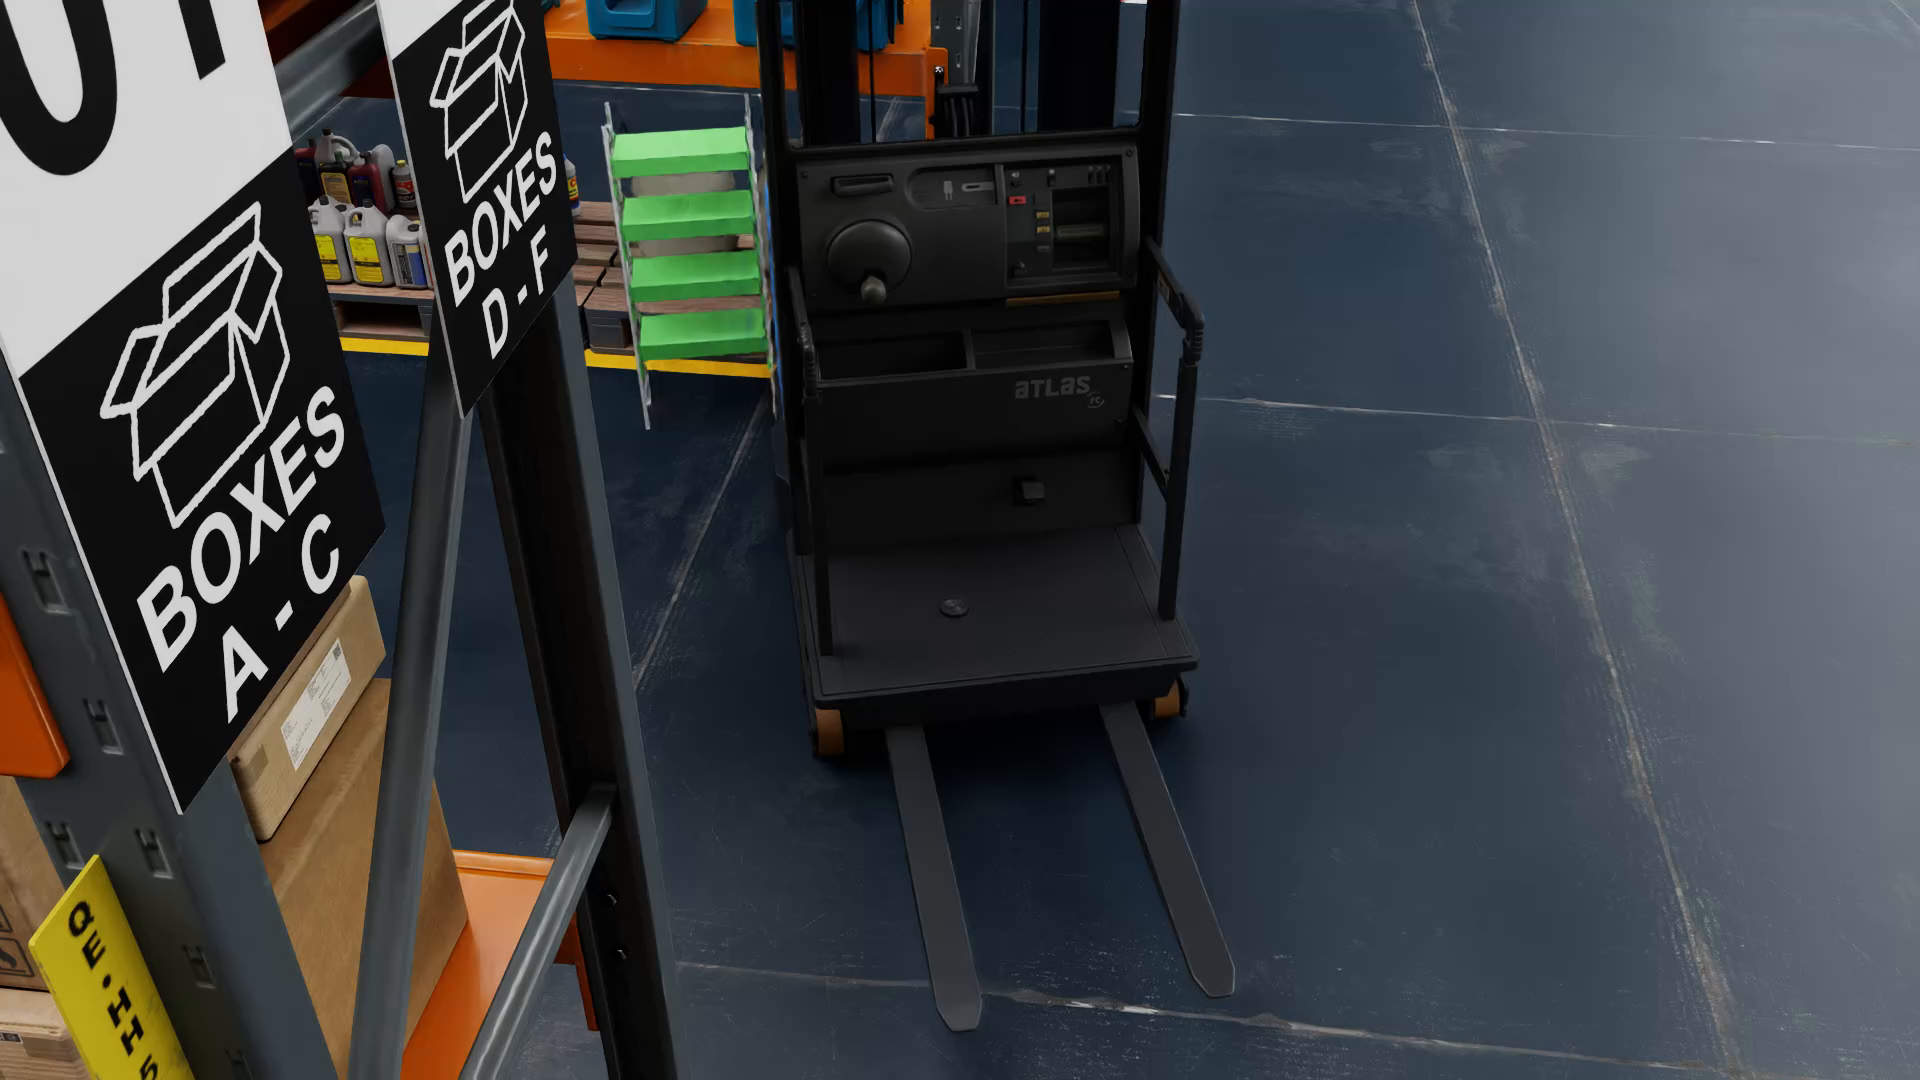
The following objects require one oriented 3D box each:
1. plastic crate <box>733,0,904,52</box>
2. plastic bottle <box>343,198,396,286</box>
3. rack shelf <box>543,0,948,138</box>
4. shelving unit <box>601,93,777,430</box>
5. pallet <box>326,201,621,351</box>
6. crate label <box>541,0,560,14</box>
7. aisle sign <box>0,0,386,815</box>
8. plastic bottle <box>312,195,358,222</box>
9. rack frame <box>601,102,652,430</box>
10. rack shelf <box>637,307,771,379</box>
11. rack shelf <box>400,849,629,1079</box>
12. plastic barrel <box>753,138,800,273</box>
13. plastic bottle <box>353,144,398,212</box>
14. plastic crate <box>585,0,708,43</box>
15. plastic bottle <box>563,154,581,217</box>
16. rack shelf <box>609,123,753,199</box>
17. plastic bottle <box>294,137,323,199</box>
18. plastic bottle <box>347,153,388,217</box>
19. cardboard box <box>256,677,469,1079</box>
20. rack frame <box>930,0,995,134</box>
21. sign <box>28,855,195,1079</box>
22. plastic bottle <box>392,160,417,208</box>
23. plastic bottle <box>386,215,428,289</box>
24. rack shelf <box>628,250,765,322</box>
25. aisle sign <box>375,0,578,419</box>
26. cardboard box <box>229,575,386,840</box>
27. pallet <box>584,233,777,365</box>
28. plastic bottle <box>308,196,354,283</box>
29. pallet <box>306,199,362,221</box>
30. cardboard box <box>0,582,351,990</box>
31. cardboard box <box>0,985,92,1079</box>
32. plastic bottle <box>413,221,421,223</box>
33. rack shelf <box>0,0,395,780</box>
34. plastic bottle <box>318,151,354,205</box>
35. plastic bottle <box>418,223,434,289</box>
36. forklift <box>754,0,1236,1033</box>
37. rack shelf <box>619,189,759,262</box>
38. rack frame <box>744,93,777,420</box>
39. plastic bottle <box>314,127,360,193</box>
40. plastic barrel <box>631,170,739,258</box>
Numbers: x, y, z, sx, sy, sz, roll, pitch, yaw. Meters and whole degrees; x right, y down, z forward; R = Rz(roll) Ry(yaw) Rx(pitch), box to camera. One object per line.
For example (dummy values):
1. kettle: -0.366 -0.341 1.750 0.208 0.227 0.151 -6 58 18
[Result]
1. plastic crate: -0.515 -1.992 6.087 0.616 0.251 0.499 4 36 6
2. plastic bottle: -2.407 -1.227 6.788 0.185 0.351 0.144 6 36 8
3. rack shelf: -1.964 -2.043 6.650 4.000 0.370 1.077 4 36 6
4. shelving unit: -0.972 -0.999 6.107 0.503 1.200 0.258 -5 35 -5
5. pallet: -2.073 -1.186 7.231 1.213 0.211 1.003 4 36 6
6. crate label: -1.840 -2.183 6.196 0.616 0.435 0.502 4 36 6
7. aisle sign: -0.587 -0.218 1.236 0.004 0.787 0.394 4 36 6
8. plastic bottle: -2.597 -1.297 6.952 0.135 0.276 0.152 4 36 6
9. rack frame: -1.214 -0.978 6.084 0.015 1.200 0.240 -5 35 -5
10. rack shelf: -0.966 -0.750 6.281 0.480 0.148 0.258 -5 35 -5
11. rack shelf: -2.599 0.811 2.651 4.000 0.370 1.077 4 36 6
12. plastic barrel: -0.643 -1.351 6.841 0.421 0.512 0.421 0 36 0
13. plastic bottle: -2.601 -1.620 7.404 0.135 0.276 0.152 5 36 7
14. plastic crate: -1.158 -2.043 6.159 0.408 0.251 0.499 4 36 6
15. plastic bottle: -1.739 -1.570 7.338 0.097 0.271 0.097 0 36 0
16. rack shelf: -0.979 -1.340 5.868 0.480 0.148 0.258 -5 35 -5
17. plastic bottle: -2.915 -1.674 7.472 0.133 0.283 0.061 7 36 9
18. plastic bottle: -2.614 -1.562 7.316 0.133 0.283 0.061 4 36 6
19. cardboard box: -1.076 0.583 2.265 0.500 0.500 0.700 4 36 6
20. rack frame: 0.020 -2.188 6.234 0.127 3.000 1.000 4 36 6
21. sign: -0.698 0.410 1.393 0.005 0.325 0.100 4 36 6
22. plastic bottle: -2.480 -1.597 7.436 0.097 0.201 0.097 0 36 0
23. plastic bottle: -2.242 -1.186 6.796 0.135 0.276 0.152 3 36 5
24. rack shelf: -0.970 -0.947 6.144 0.480 0.148 0.258 -5 35 -5
25. aisle sign: -0.511 -0.564 1.720 0.004 0.787 0.394 4 36 6
26. cardboard box: -0.977 0.208 2.232 0.250 0.149 0.380 4 36 6
27. pallet: -0.867 -1.095 7.102 1.213 0.211 1.003 4 36 6
28. plastic bottle: -2.591 -1.241 6.808 0.185 0.351 0.144 4 36 6
29. pallet: -3.287 -1.275 7.355 1.213 0.211 1.003 4 36 6
30. cardboard box: -1.129 0.051 1.893 0.500 0.500 0.700 4 36 6
31. cardboard box: -1.018 0.443 1.903 0.250 0.149 0.380 4 36 5
32. plastic bottle: -2.244 -1.229 6.921 0.097 0.201 0.097 0 36 0
33. rack shelf: -2.599 -0.410 1.780 4.000 0.370 1.077 4 36 6
34. plastic bottle: -2.749 -1.577 7.337 0.133 0.283 0.061 4 36 6
35. plastic bottle: -2.104 -1.176 6.782 0.135 0.276 0.152 5 36 6
36. forklift: 0.066 -0.788 4.330 1.130 2.935 3.031 -5 36 -8
37. rack shelf: -0.975 -1.143 6.006 0.480 0.148 0.258 -5 35 -5
38. rack frame: -0.729 -1.020 6.129 0.015 1.200 0.240 -5 35 -5
39. plastic bottle: -2.761 -1.665 7.403 0.185 0.351 0.144 4 36 6
40. plastic barrel: -1.140 -1.388 6.893 0.421 0.512 0.421 0 36 0
